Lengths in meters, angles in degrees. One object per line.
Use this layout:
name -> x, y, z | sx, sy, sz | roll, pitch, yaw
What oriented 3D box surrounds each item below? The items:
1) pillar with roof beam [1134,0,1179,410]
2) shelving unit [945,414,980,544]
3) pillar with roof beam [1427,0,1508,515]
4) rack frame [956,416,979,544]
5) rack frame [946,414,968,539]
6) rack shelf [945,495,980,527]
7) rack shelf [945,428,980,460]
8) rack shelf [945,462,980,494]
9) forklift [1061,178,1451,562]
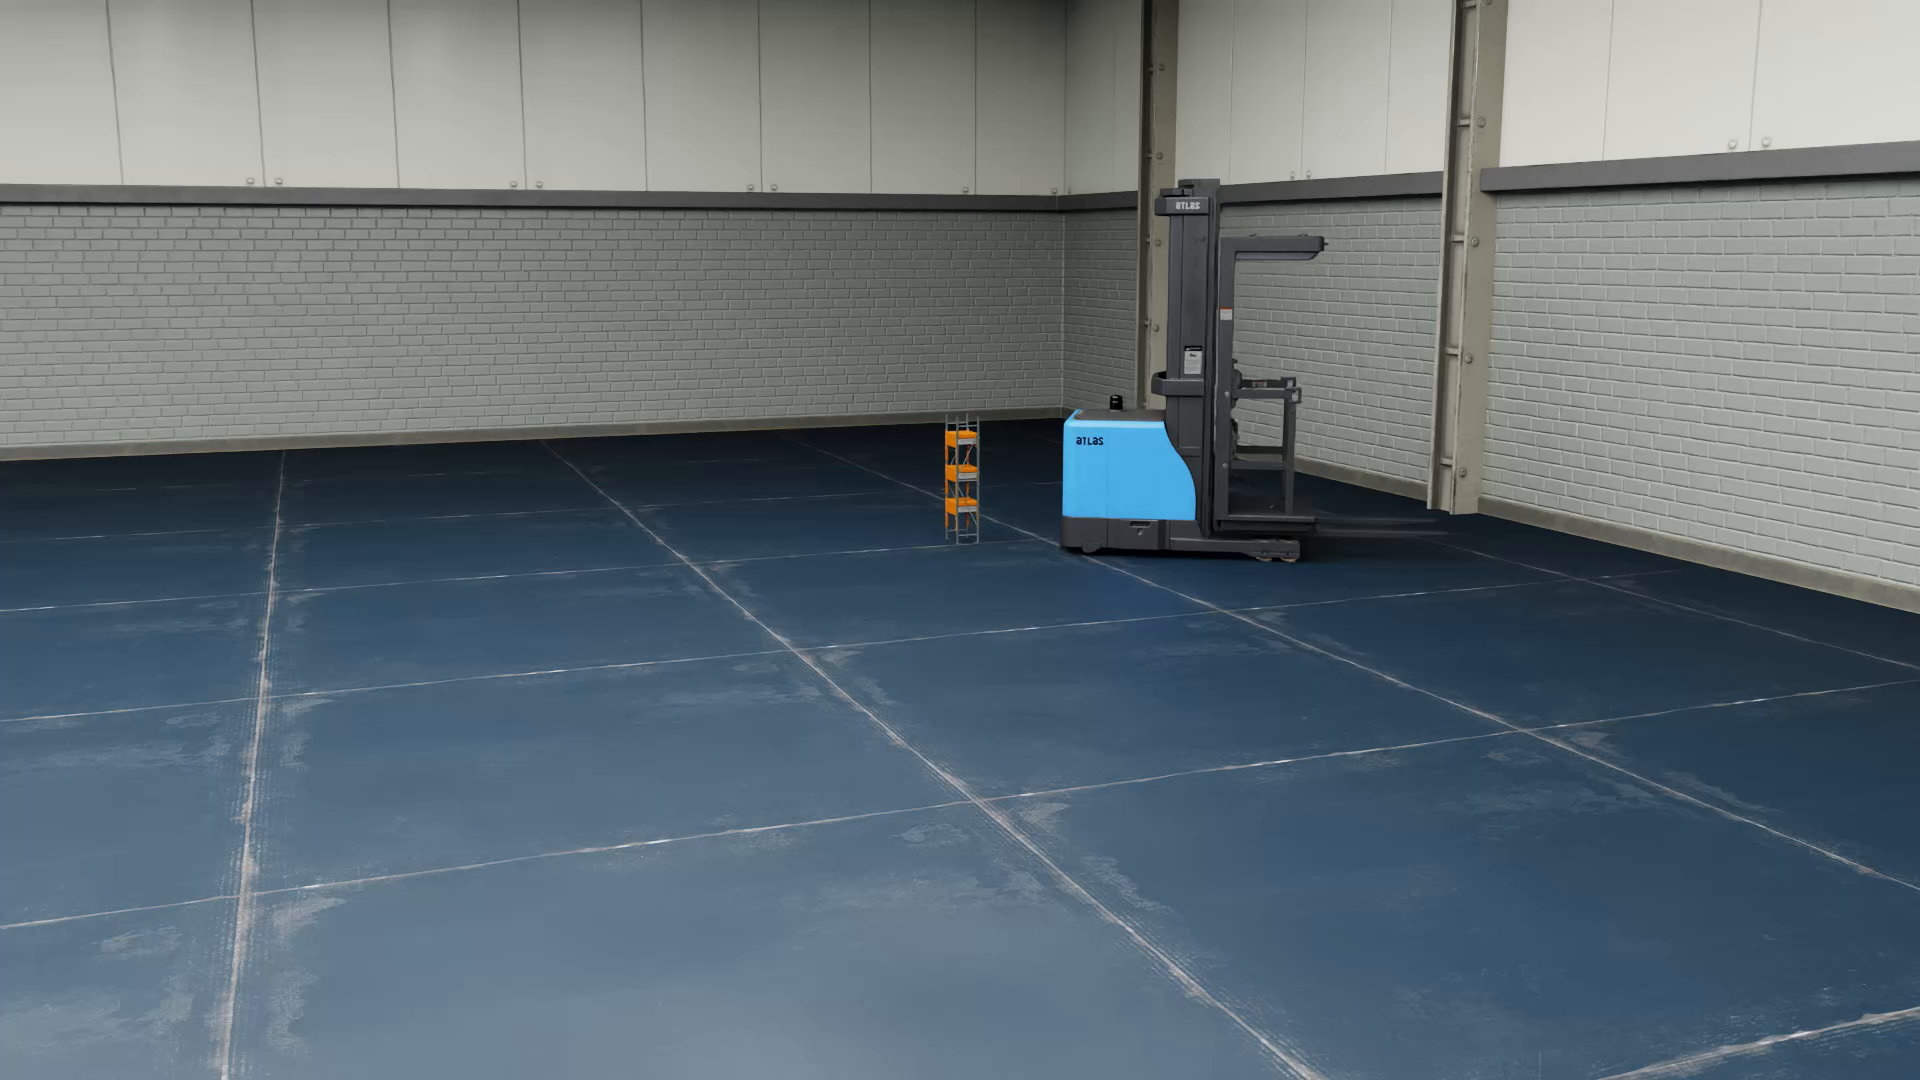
pillar with roof beam -> -1.600, -5.411, 18.643 | 9.100, 9.000, 0.400 | -4, 11, -21
shelving unit -> 0.019, -0.508, 13.779 | 0.215, 1.050, 0.252 | -4, 11, -21
pillar with roof beam -> 0.574, -4.431, 13.137 | 9.100, 9.000, 0.400 | -4, 11, -21
rack frame -> 0.064, -0.488, 13.667 | 0.200, 1.050, 0.008 | -4, 11, -21
rack frame -> -0.025, -0.528, 13.891 | 0.200, 1.050, 0.008 | -4, 11, -21
rack shelf -> 0.019, -0.224, 13.830 | 0.215, 0.259, 0.240 | -4, 11, -21
rack shelf -> 0.019, -0.777, 13.731 | 0.215, 0.259, 0.240 | -4, 11, -21
rack shelf -> 0.019, -0.498, 13.781 | 0.215, 0.259, 0.240 | -4, 11, -21
forklift -> 2.368, -1.369, 13.247 | 3.031, 2.935, 1.130 | 2, 10, 9
